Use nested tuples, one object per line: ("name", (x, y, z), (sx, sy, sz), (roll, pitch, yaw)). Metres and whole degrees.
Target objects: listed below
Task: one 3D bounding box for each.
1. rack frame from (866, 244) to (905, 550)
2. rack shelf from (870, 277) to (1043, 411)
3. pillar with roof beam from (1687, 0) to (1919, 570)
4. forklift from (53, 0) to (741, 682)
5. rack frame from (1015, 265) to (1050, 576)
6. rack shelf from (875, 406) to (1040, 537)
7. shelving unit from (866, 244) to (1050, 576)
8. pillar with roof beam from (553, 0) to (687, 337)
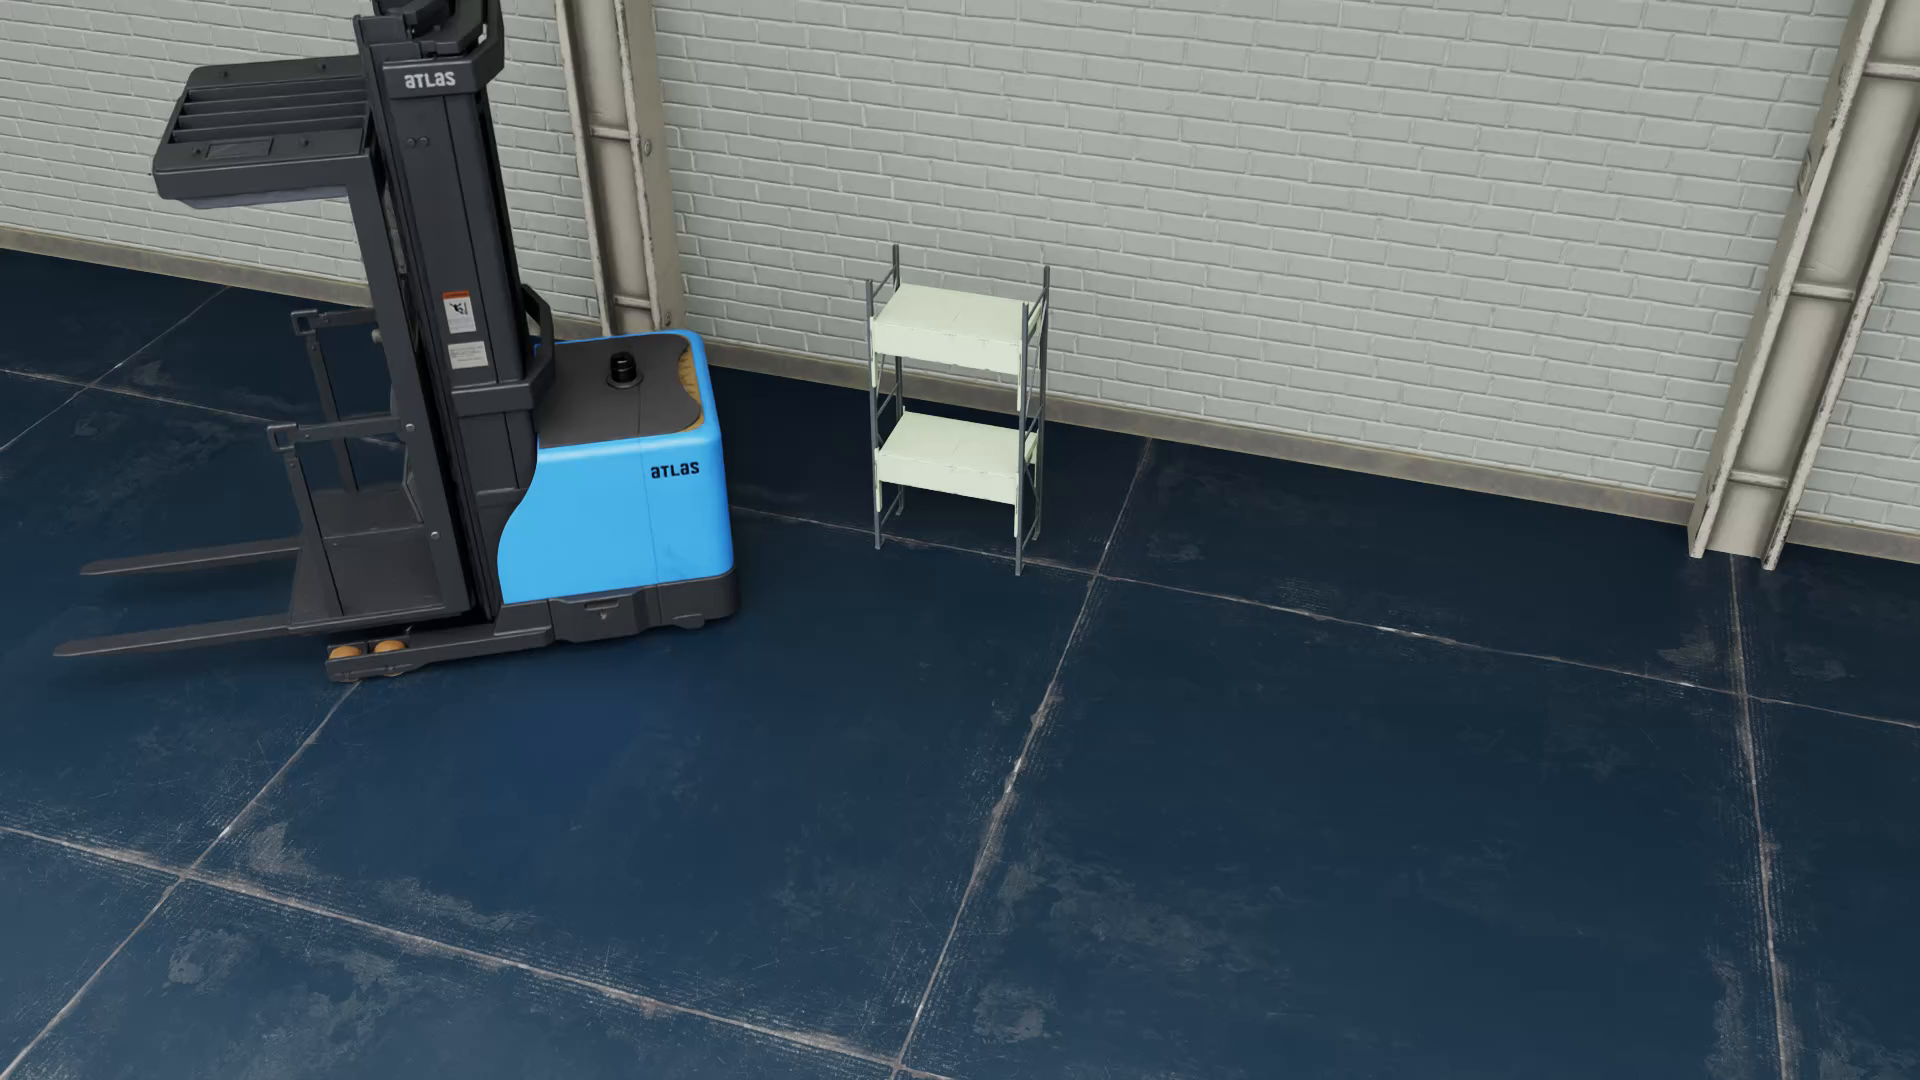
("rack frame", (-0.356, -0.670, 8.080), (0.023, 1.500, 0.400), (10, 38, 14))
("rack shelf", (-0.006, -0.920, 7.761), (0.720, 0.370, 0.431), (10, 38, 14))
("pillar with roof beam", (2.605, -1.159, 2.418), (0.400, 9.000, 9.100), (10, 38, 14))
("forklift", (-2.614, -0.877, 7.155), (3.031, 2.935, 1.130), (-8, 37, -10))
("rack frame", (0.343, -0.541, 7.904), (0.023, 1.500, 0.400), (10, 38, 14))
("rack shelf", (-0.006, -0.343, 8.185), (0.720, 0.370, 0.431), (10, 38, 14))
("shelving unit", (-0.006, -0.605, 7.992), (0.755, 1.500, 0.431), (10, 38, 14))
("pillar with roof beam", (-3.122, -2.219, 3.859), (0.400, 9.000, 9.100), (10, 38, 14))
